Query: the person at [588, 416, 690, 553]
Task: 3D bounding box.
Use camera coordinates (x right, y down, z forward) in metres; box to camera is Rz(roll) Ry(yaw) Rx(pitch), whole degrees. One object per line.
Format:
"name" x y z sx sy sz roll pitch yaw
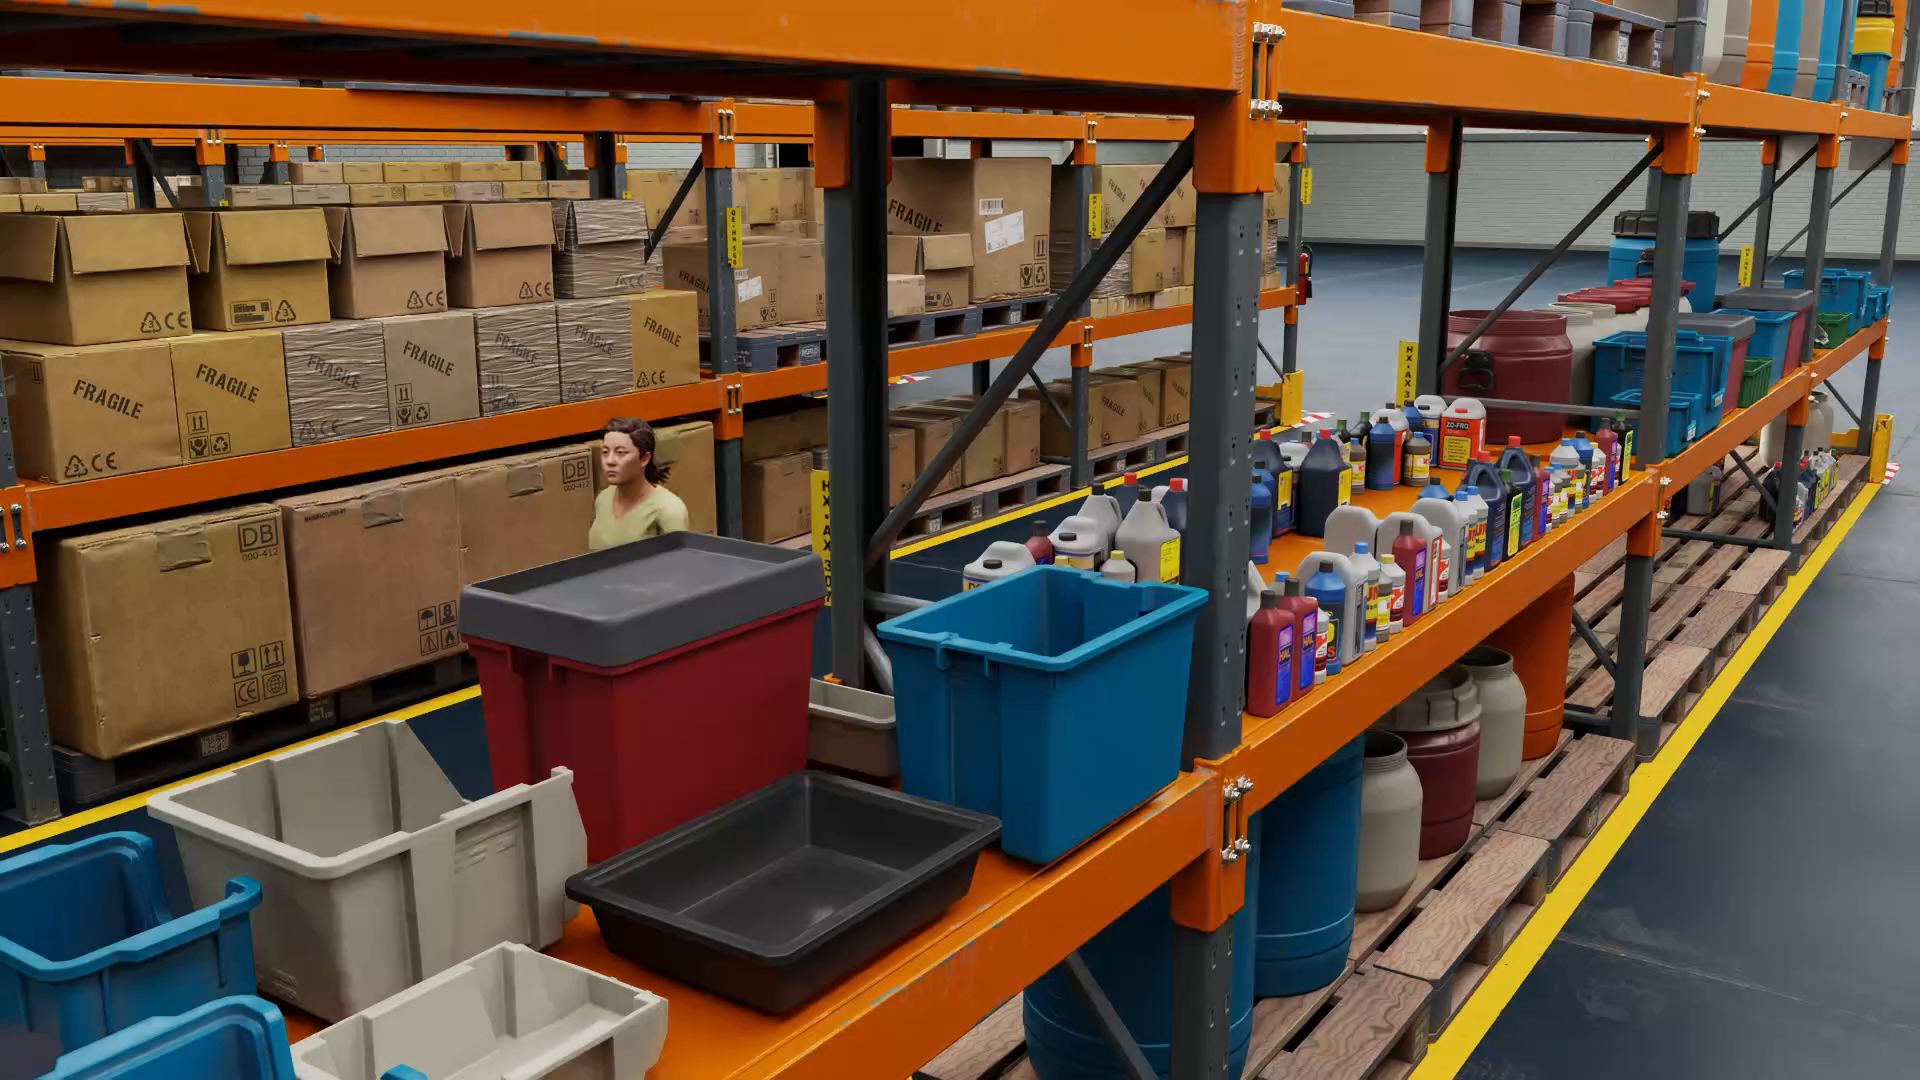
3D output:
"person" -1.180 0.340 6.098 0.542 1.605 1.110 6 14 23
